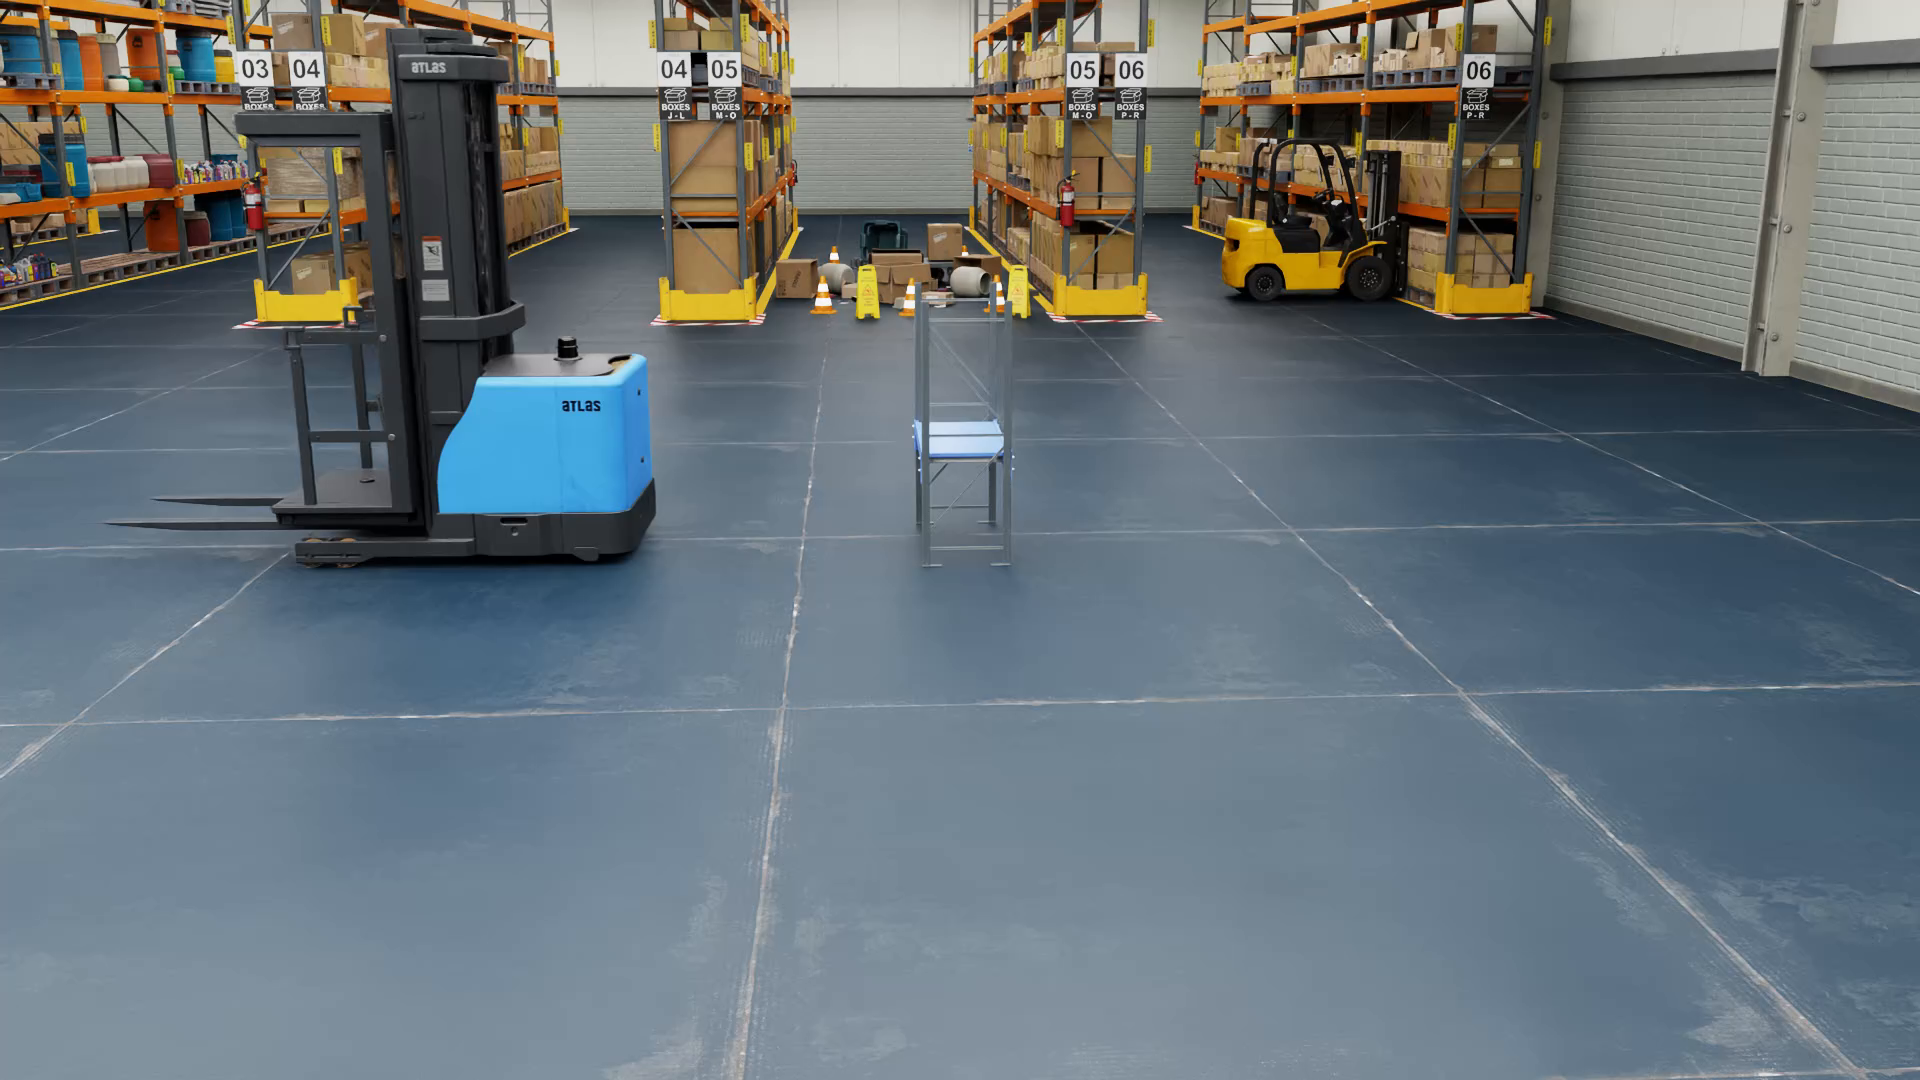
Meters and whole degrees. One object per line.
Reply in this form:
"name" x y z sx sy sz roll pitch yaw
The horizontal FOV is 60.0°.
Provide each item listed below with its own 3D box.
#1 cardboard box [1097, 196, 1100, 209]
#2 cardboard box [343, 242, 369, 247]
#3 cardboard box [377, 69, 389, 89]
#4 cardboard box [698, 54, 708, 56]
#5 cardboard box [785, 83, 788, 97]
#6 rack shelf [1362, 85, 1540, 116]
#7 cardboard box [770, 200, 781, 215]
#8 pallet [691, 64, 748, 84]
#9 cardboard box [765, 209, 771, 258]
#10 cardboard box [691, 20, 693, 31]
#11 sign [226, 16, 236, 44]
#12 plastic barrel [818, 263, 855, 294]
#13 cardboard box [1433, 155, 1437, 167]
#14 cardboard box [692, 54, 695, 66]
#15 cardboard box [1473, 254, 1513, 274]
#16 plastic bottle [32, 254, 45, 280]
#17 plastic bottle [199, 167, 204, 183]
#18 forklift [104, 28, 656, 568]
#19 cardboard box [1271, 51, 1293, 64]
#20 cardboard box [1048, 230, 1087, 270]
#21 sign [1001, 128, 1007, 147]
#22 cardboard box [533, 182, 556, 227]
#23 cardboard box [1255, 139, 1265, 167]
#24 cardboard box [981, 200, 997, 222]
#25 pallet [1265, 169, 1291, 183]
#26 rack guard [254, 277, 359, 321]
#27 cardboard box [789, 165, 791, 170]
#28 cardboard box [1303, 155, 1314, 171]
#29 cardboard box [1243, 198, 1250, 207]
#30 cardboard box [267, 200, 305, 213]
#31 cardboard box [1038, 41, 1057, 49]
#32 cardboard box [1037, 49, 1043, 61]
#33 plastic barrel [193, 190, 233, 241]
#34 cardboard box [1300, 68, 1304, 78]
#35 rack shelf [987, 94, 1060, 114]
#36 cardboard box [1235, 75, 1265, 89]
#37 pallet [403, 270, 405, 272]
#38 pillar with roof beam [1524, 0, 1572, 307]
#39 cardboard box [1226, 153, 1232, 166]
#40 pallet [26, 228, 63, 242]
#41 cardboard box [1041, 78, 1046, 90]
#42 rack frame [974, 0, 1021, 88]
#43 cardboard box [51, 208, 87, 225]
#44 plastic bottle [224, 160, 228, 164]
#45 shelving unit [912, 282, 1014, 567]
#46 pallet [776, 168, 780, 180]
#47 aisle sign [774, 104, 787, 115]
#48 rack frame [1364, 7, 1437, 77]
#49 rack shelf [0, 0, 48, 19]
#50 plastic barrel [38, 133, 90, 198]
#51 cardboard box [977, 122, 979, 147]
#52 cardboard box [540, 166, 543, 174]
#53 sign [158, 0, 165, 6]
"cardboard box" 1.949 -4.362 21.464 0.380 0.149 0.250 -1 14 -3
"cardboard box" -8.317 -3.925 23.437 0.500 0.500 0.500 4 15 14
"cardboard box" -7.998 -6.189 22.342 0.500 0.250 0.500 -1 14 -4
"cardboard box" -3.510 -6.374 21.422 0.500 0.250 0.500 -1 14 -4
"cardboard box" -3.702 -8.970 33.149 0.500 0.250 0.500 0 14 -1
"rack shelf" 6.624 -6.013 22.799 1.077 0.370 4.000 -1 14 -3
"cardboard box" -3.487 -6.002 30.003 0.500 0.250 0.500 -1 14 -3
"pallet" -3.197 -5.826 20.807 1.003 0.211 1.213 -1 14 -3
"cardboard box" -3.631 -4.965 26.976 1.050 0.750 0.750 -1 14 -3
"cardboard box" -3.530 -6.405 20.742 0.380 0.149 0.250 -1 14 -3
"sign" -8.653 -6.058 19.756 0.100 0.325 0.005 -1 14 -3
"plastic barrel" -1.787 -3.720 23.637 0.512 0.421 0.421 10 18 35
"cardboard box" 6.446 -4.984 21.875 0.380 0.149 0.250 -1 14 -2
"cardboard box" -3.531 -6.019 20.839 0.380 0.149 0.250 -1 14 -3
"cardboard box" 6.926 -3.645 21.845 0.500 0.250 0.500 -1 14 -2
"plastic bottle" -12.949 -3.825 23.308 0.144 0.351 0.185 -2 15 -6
"plastic bottle" -13.272 -6.379 29.056 0.097 0.271 0.097 0 14 0
"forklift" -3.396 -1.393 9.560 3.031 2.935 1.130 0 14 -1
"cardboard box" 6.141 -9.182 31.708 0.396 0.266 0.258 -1 14 -3
"cardboard box" 1.448 -3.893 22.308 0.500 0.500 0.500 0 14 -1
"sign" 0.744 -6.874 28.400 0.100 0.325 0.005 -1 14 -3
"cardboard box" -8.913 -6.950 34.438 0.875 0.875 0.875 -1 14 -3
"cardboard box" 5.891 -7.199 30.944 0.700 0.500 0.500 -1 14 -4
"cardboard box" 0.943 -7.112 35.949 0.875 0.438 0.875 -1 14 -5
"pallet" 6.140 -6.475 29.558 1.213 0.211 1.003 -1 14 -3
"rack guard" -8.102 -2.989 20.639 1.175 0.500 0.348 -1 14 -3
"cardboard box" -3.830 -8.013 35.652 0.380 0.149 0.250 -1 14 -3
"cardboard box" 6.065 -6.331 27.911 0.500 0.250 0.500 0 14 -2
"cardboard box" 5.761 -6.609 32.565 0.380 0.149 0.250 0 14 -1
"cardboard box" -8.321 -4.126 20.548 0.380 0.149 0.250 -1 14 -3
"cardboard box" 1.383 -7.296 24.798 0.500 0.250 0.500 -1 14 -2
"cardboard box" 1.282 -6.766 23.188 0.380 0.149 0.250 -1 14 -4
"plastic barrel" -13.724 -5.964 30.554 0.600 0.901 0.708 -1 14 -3
"cardboard box" 5.970 -7.900 28.118 0.380 0.166 0.250 -1 14 -4
"rack shelf" 1.174 -7.925 30.230 1.077 0.370 4.000 -1 14 -3
"cardboard box" 5.724 -9.036 32.808 0.500 0.250 0.500 -1 14 -3
"pallet" -8.395 -4.018 25.220 1.003 0.211 1.213 -1 14 -3
"pillar with roof beam" 3.307 -7.437 20.871 9.100 9.000 0.400 -1 14 -3
"cardboard box" 5.683 -7.714 33.692 0.500 0.250 0.500 -1 14 -3
"pallet" -18.849 -6.137 33.456 1.003 0.211 1.213 -1 14 -3
"cardboard box" 1.312 -6.256 22.805 0.380 0.149 0.250 -1 14 -5
"rack frame" 0.802 -11.218 35.566 1.000 3.000 0.127 -1 14 -3
"cardboard box" -18.697 -6.879 34.874 0.500 0.500 0.500 -1 14 -3
"plastic bottle" -13.545 -6.839 30.684 0.144 0.351 0.185 -1 14 -3
"shelving unit" 0.005 -0.705 9.757 0.538 1.500 1.048 -1 14 -3
"pallet" -3.800 -6.620 30.121 1.003 0.211 1.213 -1 14 -3
"aisle sign" -3.837 -9.493 35.684 0.394 0.787 0.004 -1 14 -3
"rack frame" 6.500 -8.311 24.269 1.000 3.000 0.127 -1 14 -3
"rack shelf" -13.165 -6.965 21.282 1.077 0.370 4.000 -1 14 -3
"plastic barrel" -13.010 -5.442 24.152 0.600 0.901 0.708 -1 14 -3
"cardboard box" 0.626 -8.465 34.700 0.500 0.500 0.500 -1 14 -4
"cardboard box" -8.608 -7.444 33.443 0.380 0.149 0.250 -1 14 -3
"sign" -12.988 -8.853 27.022 0.100 0.325 0.005 -1 14 -3
